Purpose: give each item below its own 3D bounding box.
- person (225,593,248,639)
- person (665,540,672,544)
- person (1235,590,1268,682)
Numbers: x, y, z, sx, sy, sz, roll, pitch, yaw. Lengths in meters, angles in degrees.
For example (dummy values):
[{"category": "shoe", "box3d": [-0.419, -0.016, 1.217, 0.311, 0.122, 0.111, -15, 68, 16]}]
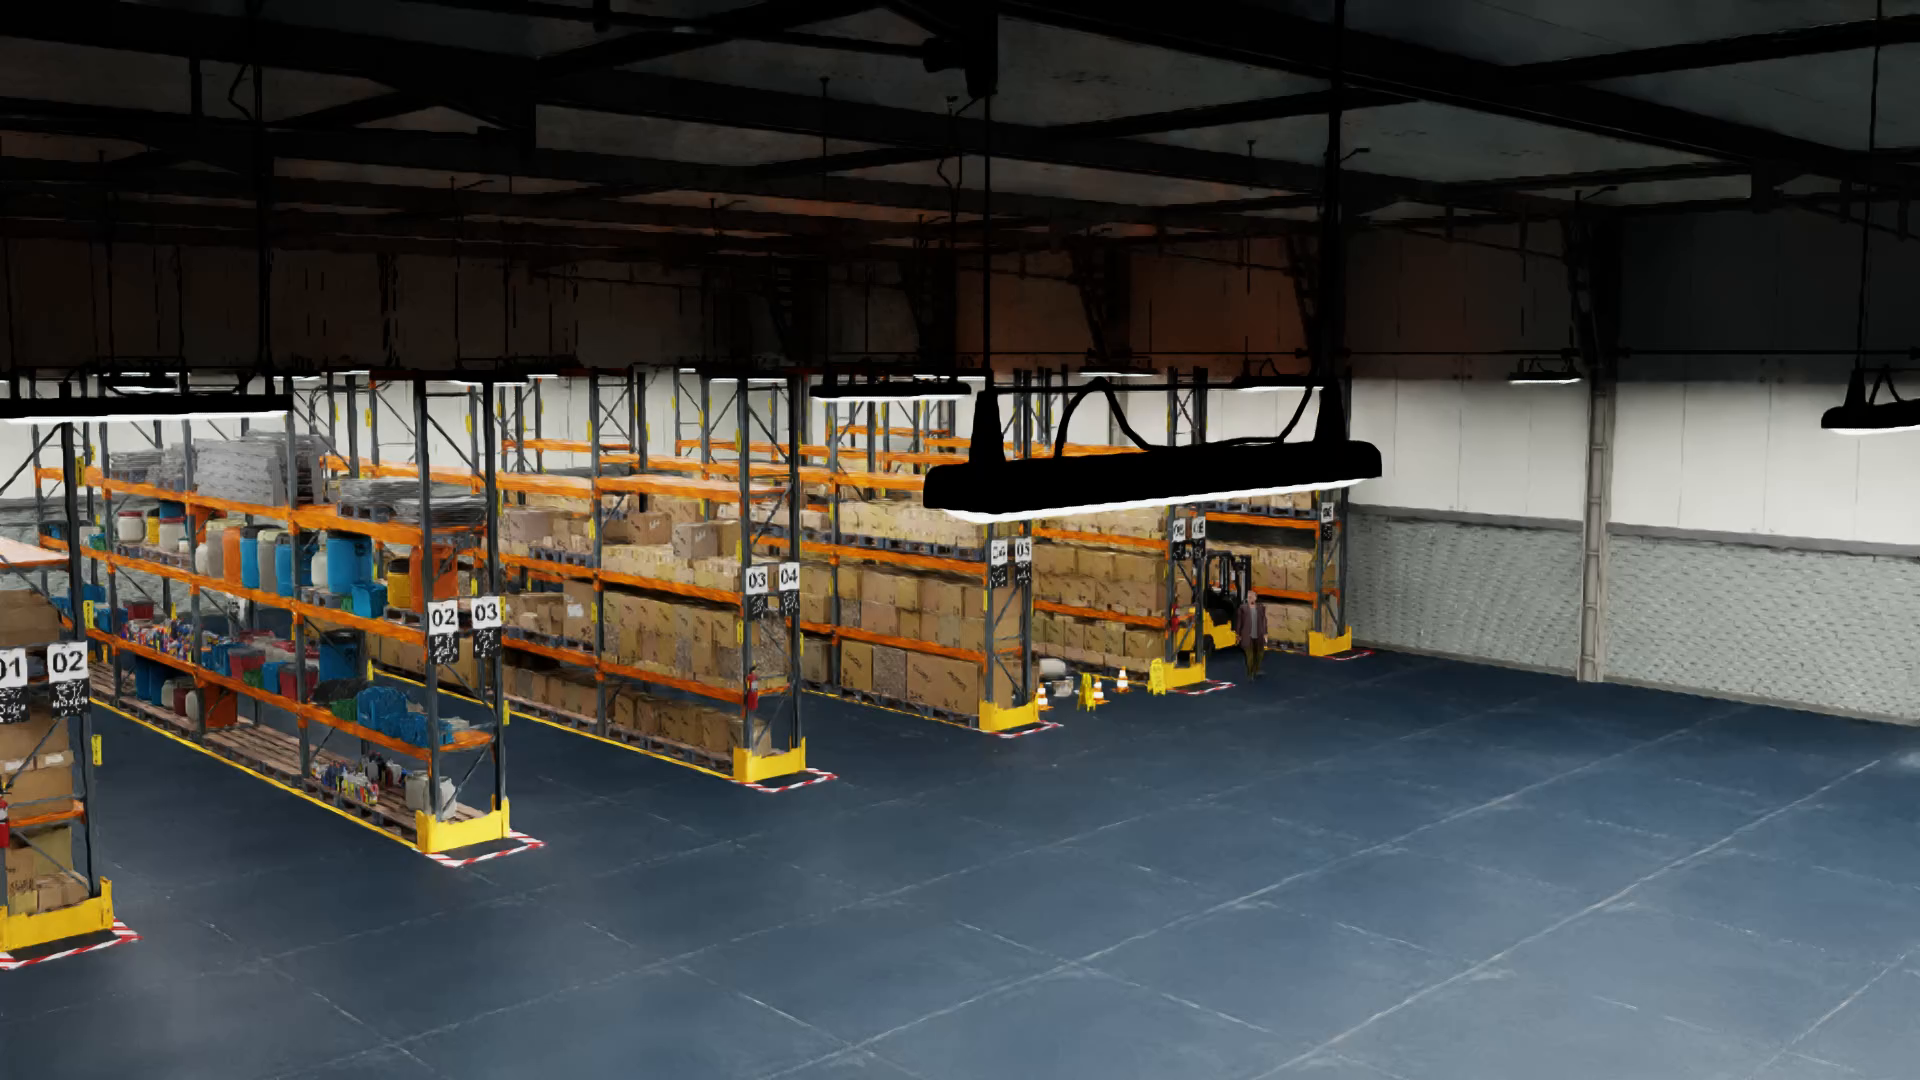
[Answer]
[{"category": "person", "box3d": [-15.304, 1.540, 35.195, 0.582, 1.670, 0.532, 3, 7, 28]}, {"category": "person", "box3d": [-7.179, 0.824, 41.458, 0.569, 1.667, 0.490, 5, 8, 35]}, {"category": "person", "box3d": [5.655, 1.826, 32.200, 0.655, 1.764, 0.689, -1, 7, -8]}]
